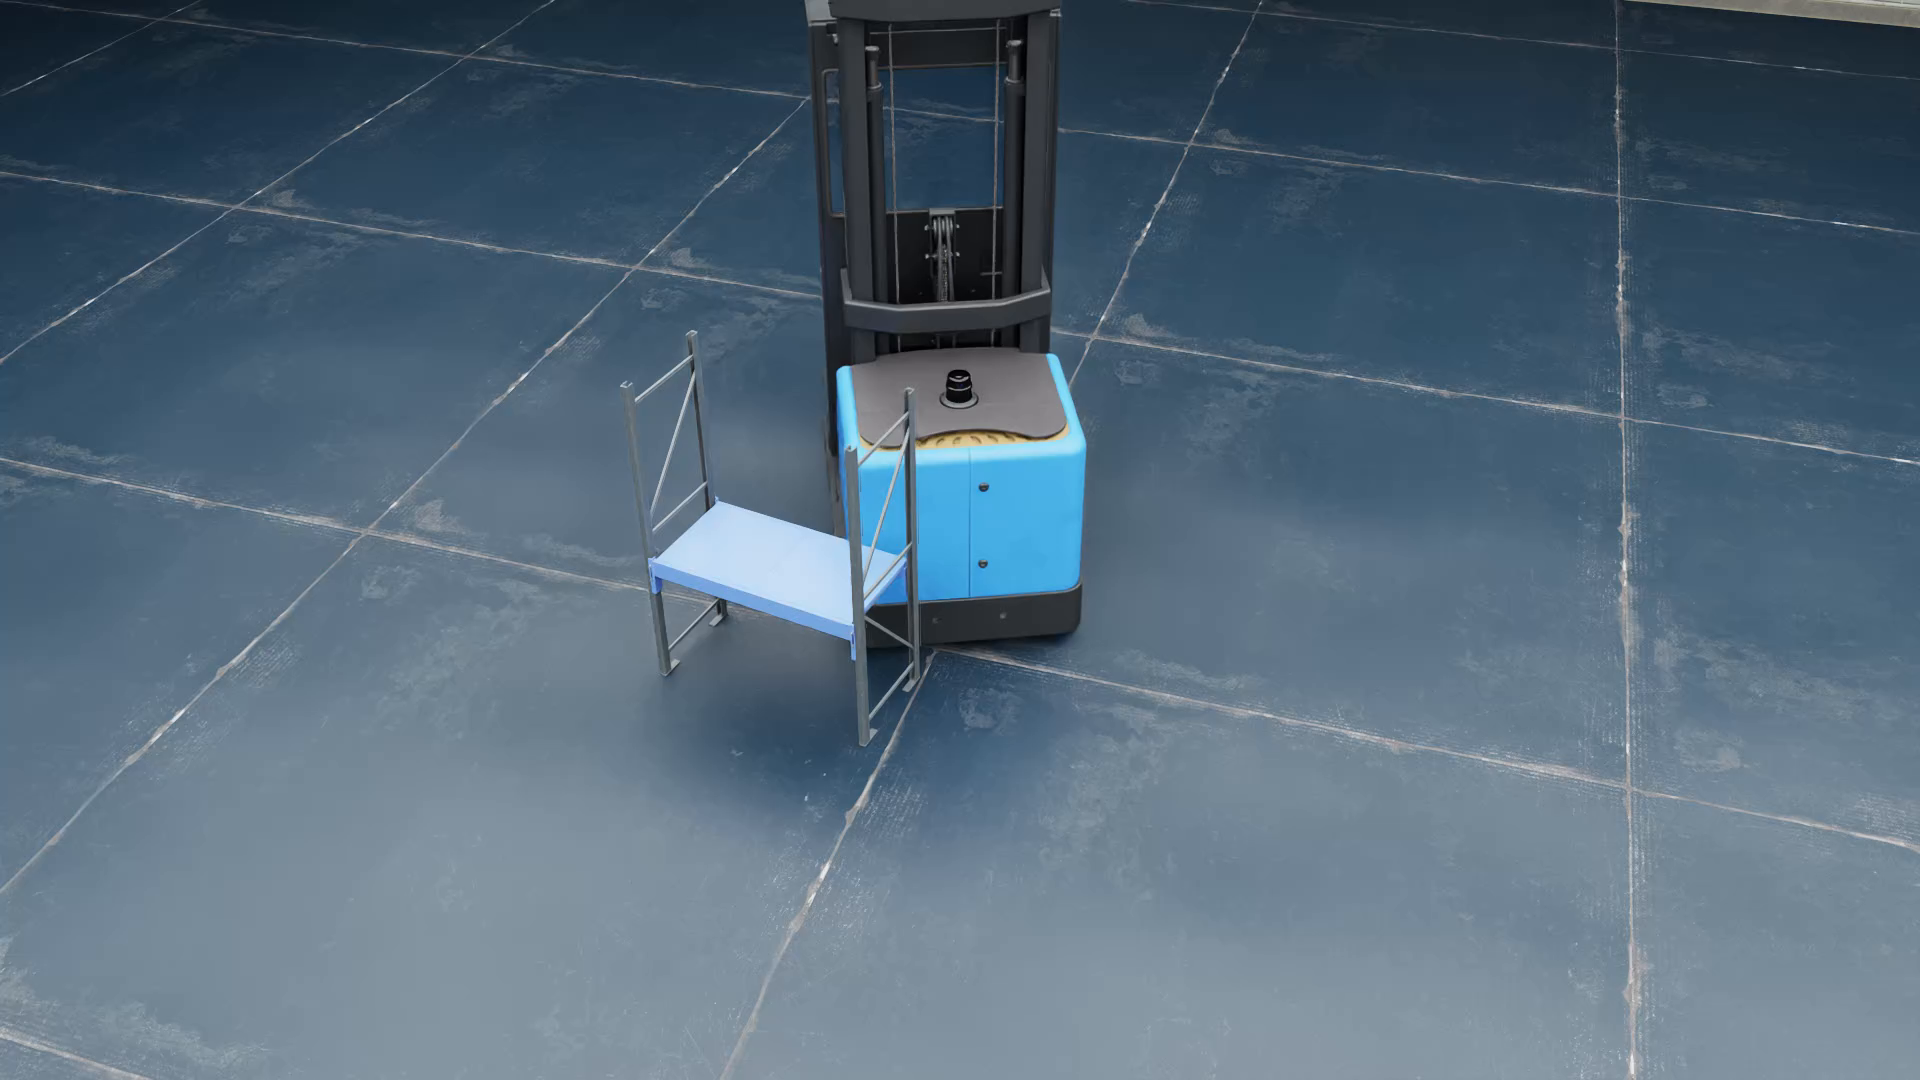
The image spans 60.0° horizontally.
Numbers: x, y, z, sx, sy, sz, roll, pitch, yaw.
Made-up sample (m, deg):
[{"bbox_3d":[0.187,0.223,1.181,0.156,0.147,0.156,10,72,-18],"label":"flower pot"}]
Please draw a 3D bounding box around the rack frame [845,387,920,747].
[{"bbox_3d":[-0.304,0.140,6.795,0.032,1.500,0.500,17,39,21],"label":"rack frame"}]

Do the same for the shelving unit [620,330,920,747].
[{"bbox_3d":[-0.758,0.005,6.978,1.048,1.500,0.538,17,39,21],"label":"shelving unit"}]

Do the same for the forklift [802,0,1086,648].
[{"bbox_3d":[-0.139,-1.558,7.894,1.130,2.935,3.031,-4,37,-6],"label":"forklift"}]

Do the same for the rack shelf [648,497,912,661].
[{"bbox_3d":[-0.758,0.150,7.085,1.000,0.185,0.538,17,39,21],"label":"rack shelf"}]

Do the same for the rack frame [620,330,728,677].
[{"bbox_3d":[-1.212,-0.130,7.162,0.032,1.500,0.500,17,39,21],"label":"rack frame"}]
